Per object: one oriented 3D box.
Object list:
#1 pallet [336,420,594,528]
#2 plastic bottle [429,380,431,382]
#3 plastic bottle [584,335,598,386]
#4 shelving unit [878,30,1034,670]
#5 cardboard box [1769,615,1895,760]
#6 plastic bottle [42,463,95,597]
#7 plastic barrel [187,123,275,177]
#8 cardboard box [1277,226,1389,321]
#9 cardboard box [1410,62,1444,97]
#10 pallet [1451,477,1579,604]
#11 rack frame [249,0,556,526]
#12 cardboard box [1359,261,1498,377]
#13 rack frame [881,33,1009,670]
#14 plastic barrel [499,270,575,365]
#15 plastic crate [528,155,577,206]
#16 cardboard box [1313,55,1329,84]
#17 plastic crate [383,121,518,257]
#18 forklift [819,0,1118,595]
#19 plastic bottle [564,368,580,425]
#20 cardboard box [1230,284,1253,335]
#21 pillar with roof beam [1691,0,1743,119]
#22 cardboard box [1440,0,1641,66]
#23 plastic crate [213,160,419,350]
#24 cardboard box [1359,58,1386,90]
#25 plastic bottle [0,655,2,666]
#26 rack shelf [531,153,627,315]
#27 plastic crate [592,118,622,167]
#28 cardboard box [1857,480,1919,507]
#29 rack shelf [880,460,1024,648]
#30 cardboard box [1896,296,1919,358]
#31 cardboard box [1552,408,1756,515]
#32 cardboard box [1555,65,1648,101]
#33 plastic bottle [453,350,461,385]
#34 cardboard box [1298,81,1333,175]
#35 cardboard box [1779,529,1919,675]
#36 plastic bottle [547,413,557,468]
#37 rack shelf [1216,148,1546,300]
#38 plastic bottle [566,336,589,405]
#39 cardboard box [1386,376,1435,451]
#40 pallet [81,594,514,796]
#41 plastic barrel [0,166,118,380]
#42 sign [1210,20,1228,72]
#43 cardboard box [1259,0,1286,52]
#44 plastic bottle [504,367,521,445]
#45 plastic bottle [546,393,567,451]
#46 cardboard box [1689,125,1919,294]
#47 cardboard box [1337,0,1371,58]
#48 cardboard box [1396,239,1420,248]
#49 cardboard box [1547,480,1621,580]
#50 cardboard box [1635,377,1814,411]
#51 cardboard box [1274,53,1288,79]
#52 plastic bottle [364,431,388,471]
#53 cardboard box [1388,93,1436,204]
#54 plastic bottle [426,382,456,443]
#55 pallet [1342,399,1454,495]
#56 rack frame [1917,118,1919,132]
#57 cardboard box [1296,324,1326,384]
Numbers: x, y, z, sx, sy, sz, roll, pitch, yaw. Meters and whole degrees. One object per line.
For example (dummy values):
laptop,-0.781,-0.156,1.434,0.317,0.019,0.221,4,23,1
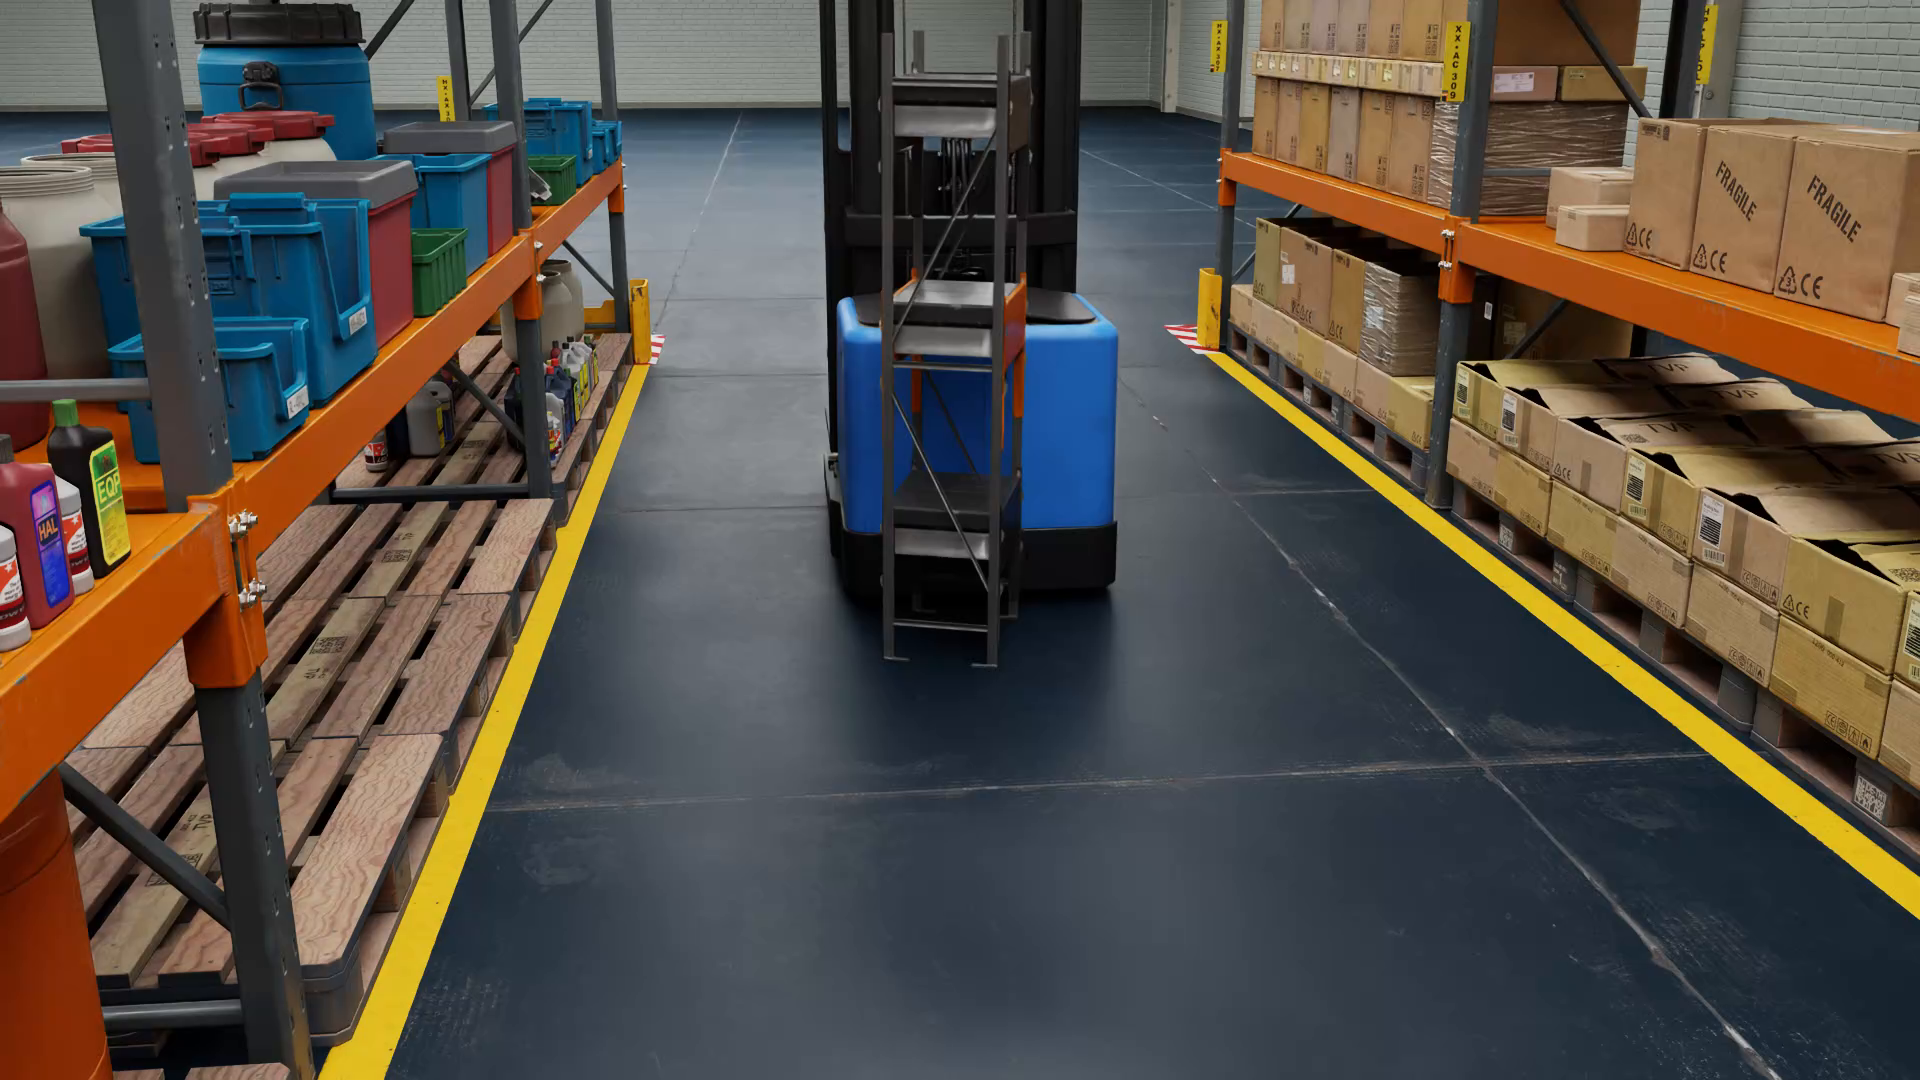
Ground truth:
pallet,-2.299,-0.317,7.833,1.003,0.211,1.213,-2,18,-6
plastic bottle,-2.677,-0.728,8.176,0.144,0.351,0.185,-2,18,-6
plastic bottle,-2.028,-0.983,9.102,0.061,0.283,0.133,-1,17,-4
shelving unit,-0.014,-0.639,5.687,0.431,2.100,0.503,4,18,10
cardboard box,2.715,0.403,4.775,0.500,0.250,0.500,-2,18,-6
plastic bottle,-1.399,-0.017,2.554,0.097,0.201,0.097,0,17,0
plastic barrel,-2.315,-1.000,5.128,0.433,0.535,0.433,0,17,0
cardboard box,2.195,-1.571,9.812,0.500,0.500,0.500,-2,18,-6
cardboard box,2.362,-2.181,7.866,0.380,0.149,0.250,-2,18,-7
pallet,2.771,-0.049,6.980,1.003,0.211,1.213,-2,18,-6
rack frame,-2.271,-1.446,6.774,1.000,3.000,0.127,-2,18,-6
cardboard box,2.351,-1.124,8.388,0.500,0.500,0.500,-2,18,-6
rack frame,-0.058,-0.564,5.459,0.400,2.100,0.015,4,18,10
plastic barrel,-2.488,-1.308,9.787,0.421,0.512,0.421,0,17,0
plastic crate,-2.131,-1.758,8.121,0.450,0.188,0.662,-2,18,-6
cardboard box,2.205,-2.639,9.326,0.380,0.149,0.250,-2,18,-6
plastic crate,-1.917,-1.341,6.335,0.402,0.464,0.583,-2,18,-6
forklift,-0.065,-1.586,7.336,1.130,2.935,3.031,-2,18,-6
plastic bottle,-1.937,-0.719,8.261,0.061,0.283,0.133,-1,17,-3
cardboard box,2.078,-1.511,10.872,0.500,0.250,0.500,-2,18,-6
pillar with roof beam,3.202,-7.278,15.337,9.100,9.000,0.400,-2,18,-6
cardboard box,2.604,-2.396,7.469,0.700,0.500,0.500,-2,18,-5
plastic crate,-1.721,-0.775,4.532,0.402,0.464,0.583,-2,18,-6
cardboard box,2.285,-2.407,8.588,0.380,0.149,0.250,-1,17,-4
plastic bottle,-1.365,0.081,2.243,0.097,0.201,0.097,0,17,0
rack shelf,-2.478,-1.698,8.779,1.077,0.370,4.000,-2,18,-6
plastic crate,-2.335,-2.426,10.146,0.499,0.251,0.616,-2,18,-6
cardboard box,3.194,-0.035,5.234,0.500,0.311,0.500,-2,18,-7
rack shelf,-0.022,0.039,5.910,0.431,0.518,0.480,4,18,10
cardboard box,2.701,-0.545,4.326,0.380,0.149,0.250,-2,18,-6
cardboard box,2.552,-0.319,6.139,0.500,0.311,0.500,-2,18,-7
cardboard box,2.821,-2.041,7.420,0.380,0.149,0.250,-2,18,-6
plastic bottle,-2.807,-0.996,9.161,0.097,0.271,0.097,0,17,0
cardboard box,2.383,-2.393,9.625,0.700,0.500,0.500,-2,18,-5
cardboard box,2.710,0.135,4.692,0.500,0.311,0.500,-2,18,-6
plastic bottle,-1.868,-0.462,7.462,0.097,0.271,0.097,0,17,0
rack shelf,2.450,-1.850,9.263,1.077,0.370,4.000,-2,18,-6
plastic bottle,-2.024,-0.883,8.670,0.144,0.351,0.185,-1,17,-3
cardboard box,2.391,-0.617,8.025,0.500,0.250,0.500,-2,18,-6
pallet,-2.023,0.482,5.290,1.003,0.211,1.213,-2,18,-6
plastic barrel,-2.177,-0.607,3.916,0.421,0.512,0.421,0,17,0
sign,1.691,-3.225,10.863,0.100,0.325,0.005,-2,18,-6
cardboard box,2.284,-3.301,10.350,0.700,0.500,0.500,-2,18,-5
plastic bottle,-2.085,-0.640,7.897,0.144,0.351,0.185,-2,18,-6
plastic bottle,-1.929,-0.560,7.765,0.152,0.276,0.135,-1,17,-4
cardboard box,2.825,-1.110,5.537,0.500,0.500,0.500,-2,18,-6
cardboard box,2.449,-2.845,8.898,0.700,0.500,0.500,-2,18,-6
cardboard box,2.763,-1.438,9.388,0.500,0.500,0.500,-2,18,-6
cardboard box,2.559,-0.052,6.223,0.500,0.250,0.500,-2,18,-7
cardboard box,3.043,-0.487,6.673,0.500,0.311,0.500,-1,17,-4
cardboard box,2.124,-2.870,10.061,0.380,0.149,0.250,-2,18,-5
plastic bottle,-2.619,-0.419,7.441,0.097,0.201,0.097,0,17,0
cardboard box,2.543,-1.934,8.163,0.700,0.500,0.500,-2,18,-6
plastic bottle,-2.499,-0.608,7.919,0.152,0.276,0.135,-2,18,-6
pallet,2.616,-0.505,8.434,1.003,0.211,1.213,-2,18,-6
rack frame,7.170,-2.943,11.545,1.000,3.000,0.127,-2,18,-6
cardboard box,2.231,-1.064,9.448,0.500,0.250,0.500,-2,18,-6
